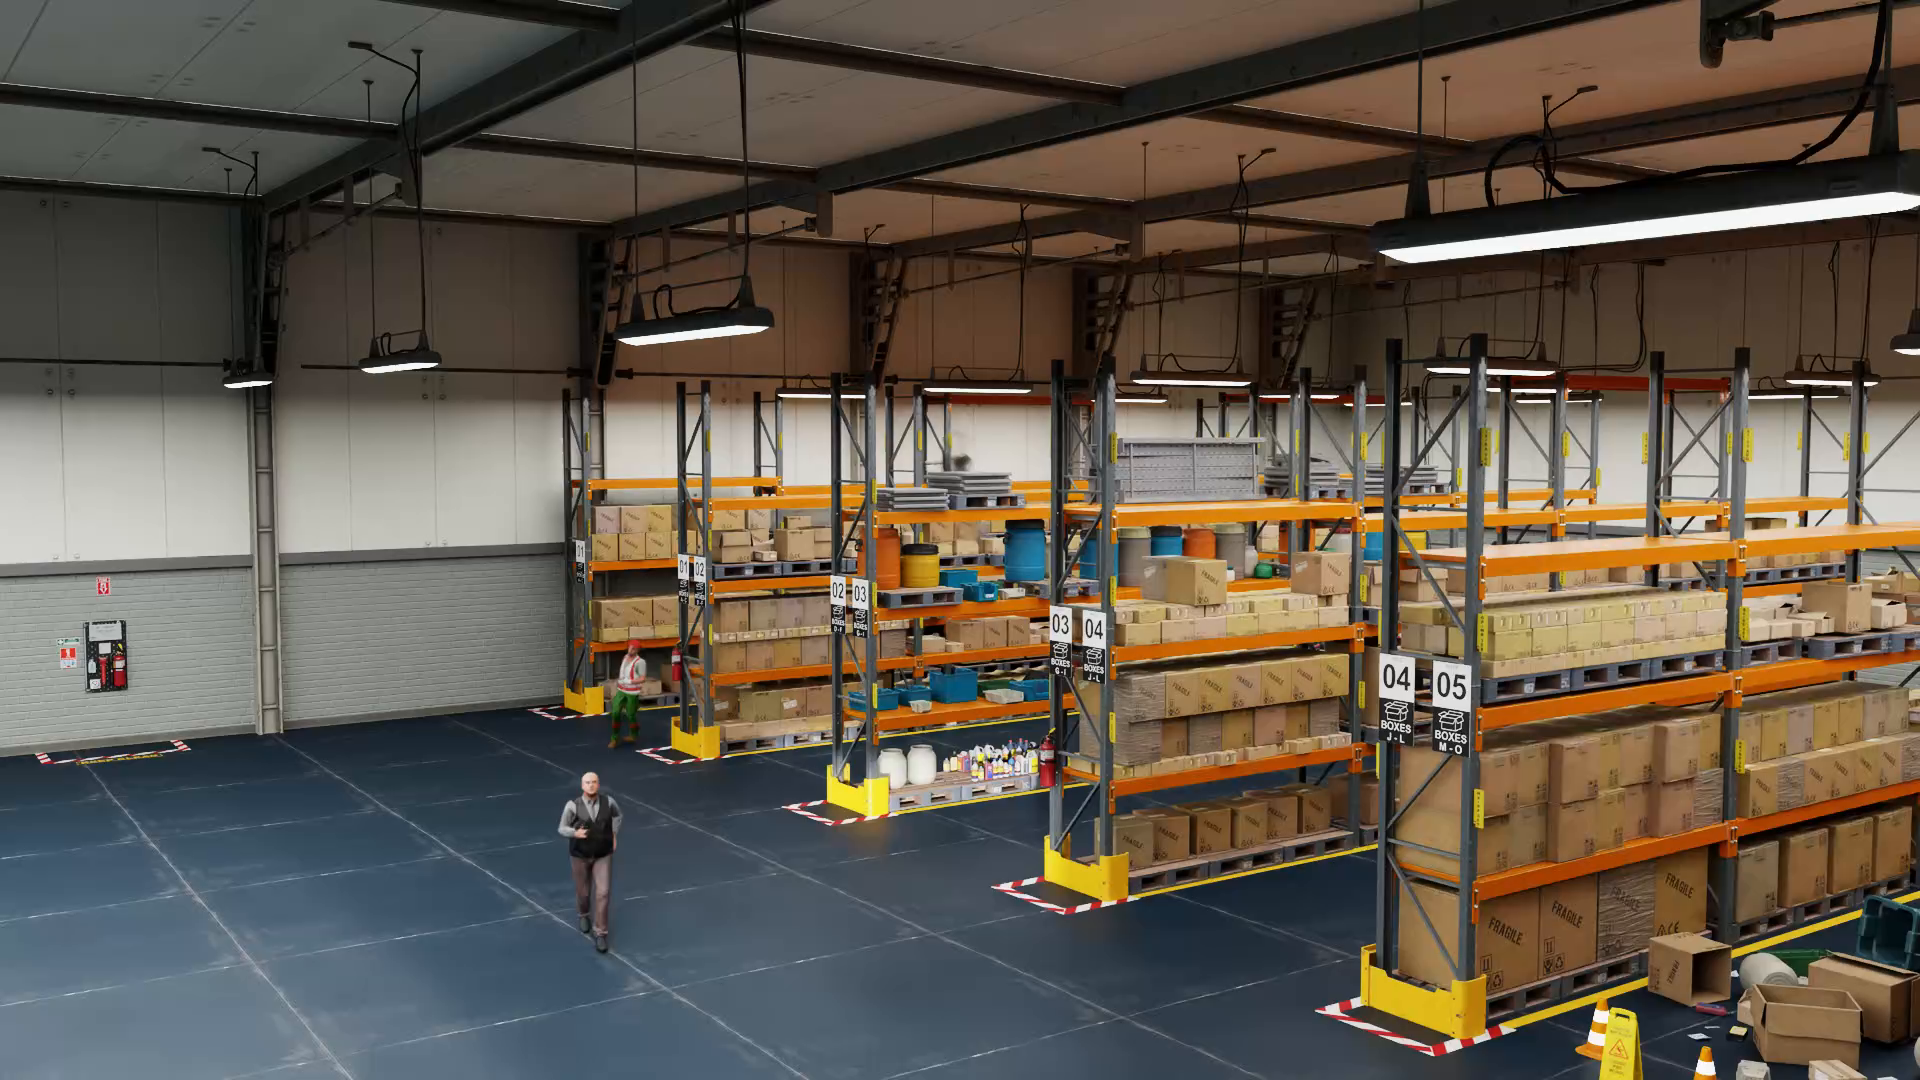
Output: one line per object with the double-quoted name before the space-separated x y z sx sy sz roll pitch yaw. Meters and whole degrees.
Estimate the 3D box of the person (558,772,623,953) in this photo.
"person" -3.706 3.196 16.745 0.661 1.715 0.906 -1 4 -17

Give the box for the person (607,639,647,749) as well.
"person" -5.410 2.535 27.365 0.660 1.818 0.706 2 4 23
